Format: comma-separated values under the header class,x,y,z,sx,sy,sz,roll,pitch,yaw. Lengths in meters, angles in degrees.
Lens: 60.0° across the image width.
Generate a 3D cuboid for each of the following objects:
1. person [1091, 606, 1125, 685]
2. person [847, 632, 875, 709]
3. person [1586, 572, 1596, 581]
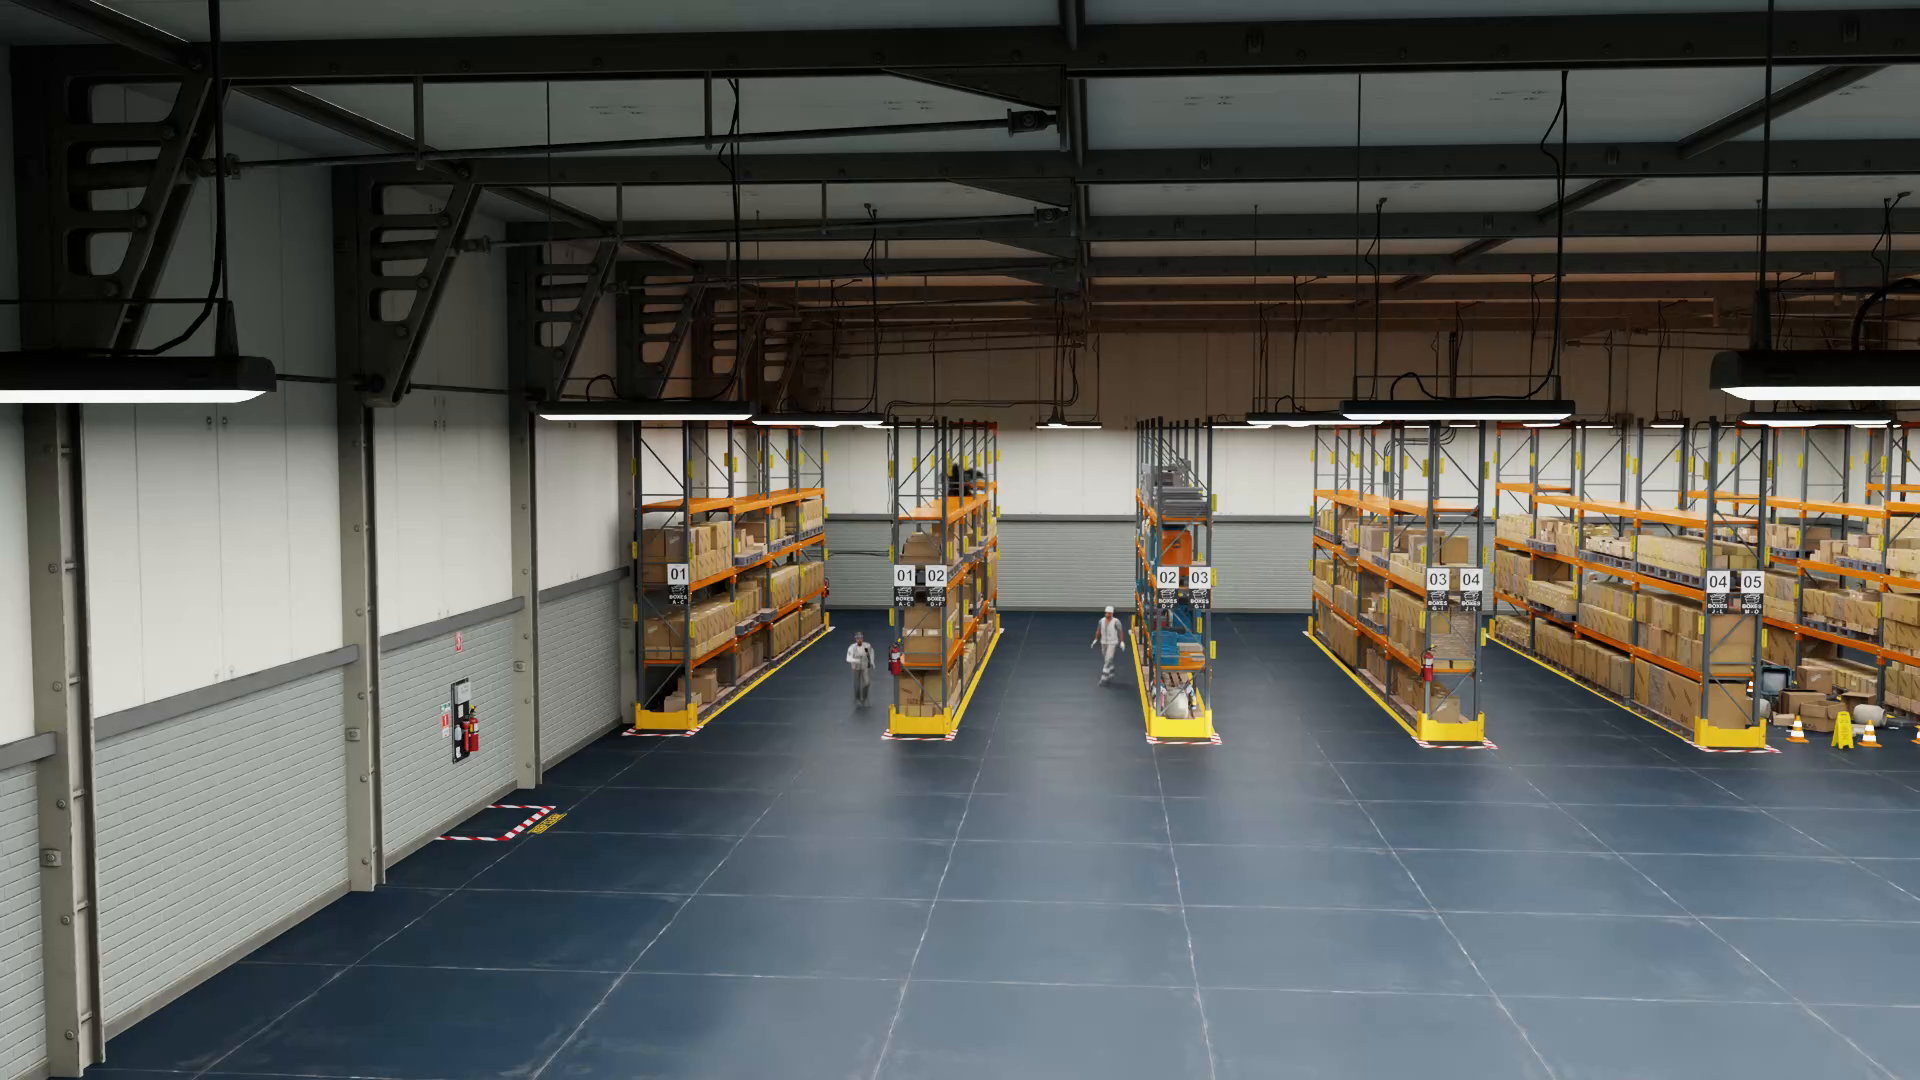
class,x,y,z,sx,sy,sz,roll,pitch,yaw
person,3.341,2.354,37.492,0.744,1.757,0.885,2,4,32
person,-2.051,2.672,34.392,0.600,1.614,0.919,0,4,-7
person,18.332,1.750,48.112,0.847,1.644,0.595,-1,4,-9
